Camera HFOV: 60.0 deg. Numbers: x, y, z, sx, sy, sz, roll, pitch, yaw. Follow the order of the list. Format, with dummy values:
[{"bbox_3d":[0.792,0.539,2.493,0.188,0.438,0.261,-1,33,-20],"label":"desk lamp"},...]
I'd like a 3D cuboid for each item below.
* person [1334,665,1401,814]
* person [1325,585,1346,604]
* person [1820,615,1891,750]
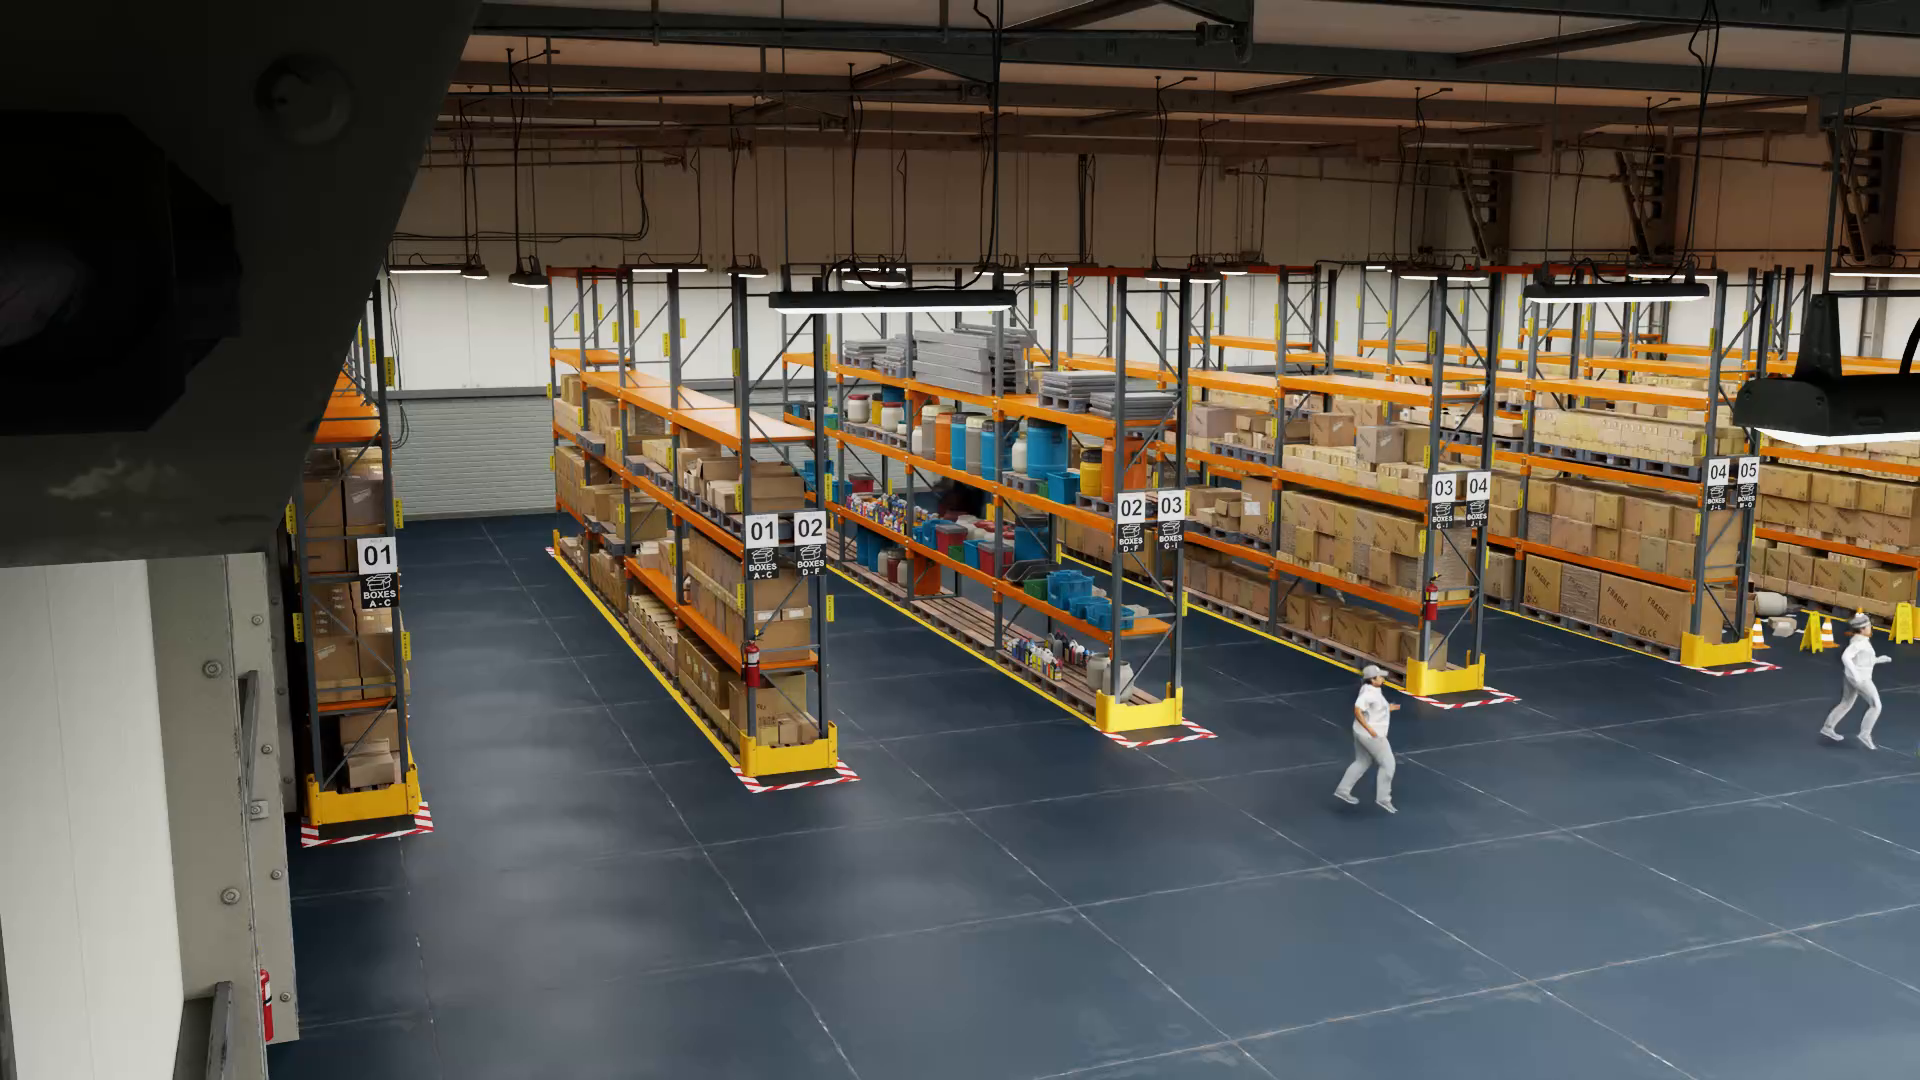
[{"bbox_3d":[4.654,2.260,18.894,0.701,1.721,0.581,0,10,-1],"label":"person"},{"bbox_3d":[6.829,0.223,30.296,0.686,1.774,0.895,-4,11,-21],"label":"person"},{"bbox_3d":[11.520,1.822,21.347,0.740,1.750,0.578,3,10,14],"label":"person"}]
